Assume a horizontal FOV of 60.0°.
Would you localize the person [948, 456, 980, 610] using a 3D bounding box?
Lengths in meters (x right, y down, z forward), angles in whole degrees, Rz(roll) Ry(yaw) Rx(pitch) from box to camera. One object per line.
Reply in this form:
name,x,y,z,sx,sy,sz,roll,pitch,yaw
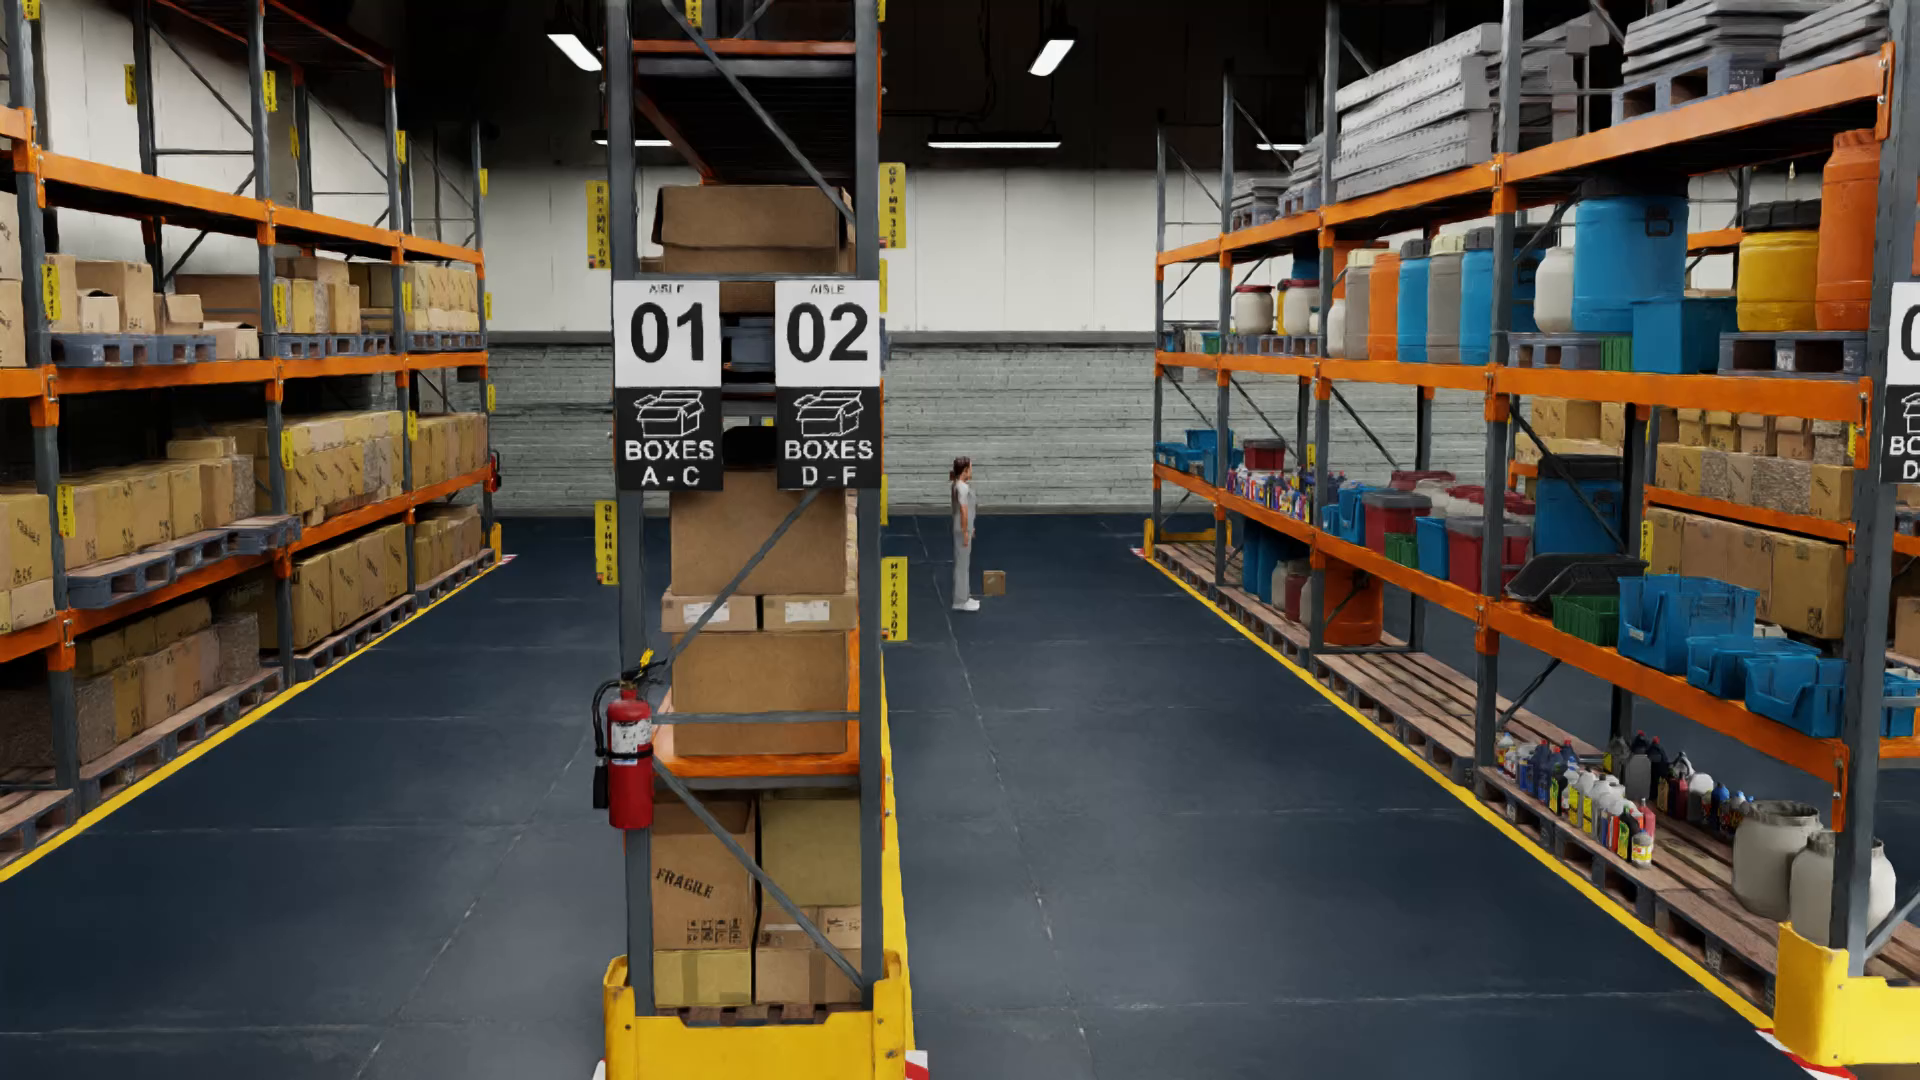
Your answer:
person,0.058,-0.069,18.308,0.357,1.640,0.480,-1,7,-7
